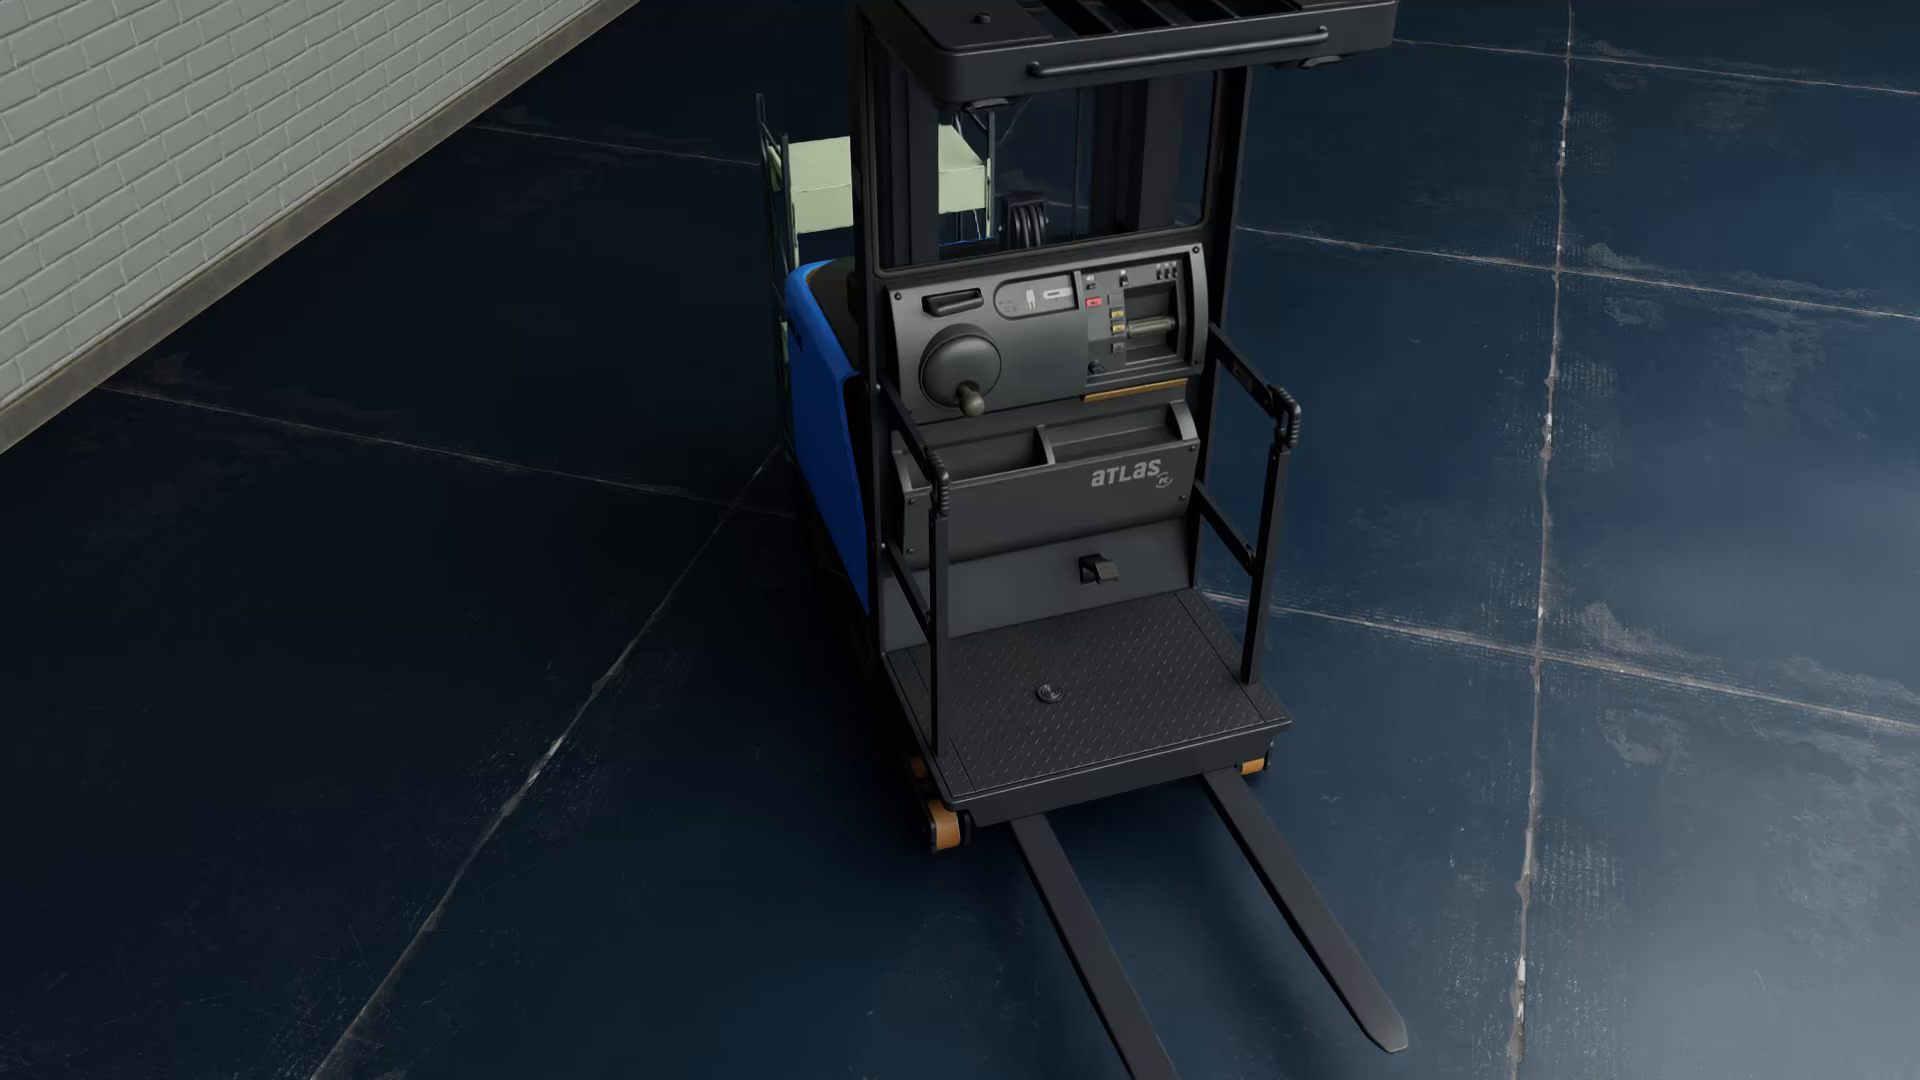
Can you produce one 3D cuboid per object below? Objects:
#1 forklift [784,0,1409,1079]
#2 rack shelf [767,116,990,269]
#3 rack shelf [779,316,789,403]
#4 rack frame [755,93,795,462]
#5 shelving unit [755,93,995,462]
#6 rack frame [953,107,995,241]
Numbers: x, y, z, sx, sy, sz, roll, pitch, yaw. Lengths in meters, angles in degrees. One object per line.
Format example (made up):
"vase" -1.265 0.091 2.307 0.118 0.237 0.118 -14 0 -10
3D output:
"forklift" 0.328 -0.523 4.488 1.130 2.935 3.031 -11 38 -15
"rack shelf" -0.301 -1.237 6.008 0.720 0.370 0.431 -11 38 -15
"rack shelf" -0.301 -0.661 6.432 0.720 0.370 0.431 -11 38 -15
"rack frame" -0.648 -0.855 6.146 0.023 1.500 0.400 -11 38 -15
"shelving unit" -0.301 -0.923 6.239 0.755 1.500 0.431 -11 38 -15
"rack frame" 0.047 -0.992 6.332 0.023 1.500 0.400 -11 38 -15
